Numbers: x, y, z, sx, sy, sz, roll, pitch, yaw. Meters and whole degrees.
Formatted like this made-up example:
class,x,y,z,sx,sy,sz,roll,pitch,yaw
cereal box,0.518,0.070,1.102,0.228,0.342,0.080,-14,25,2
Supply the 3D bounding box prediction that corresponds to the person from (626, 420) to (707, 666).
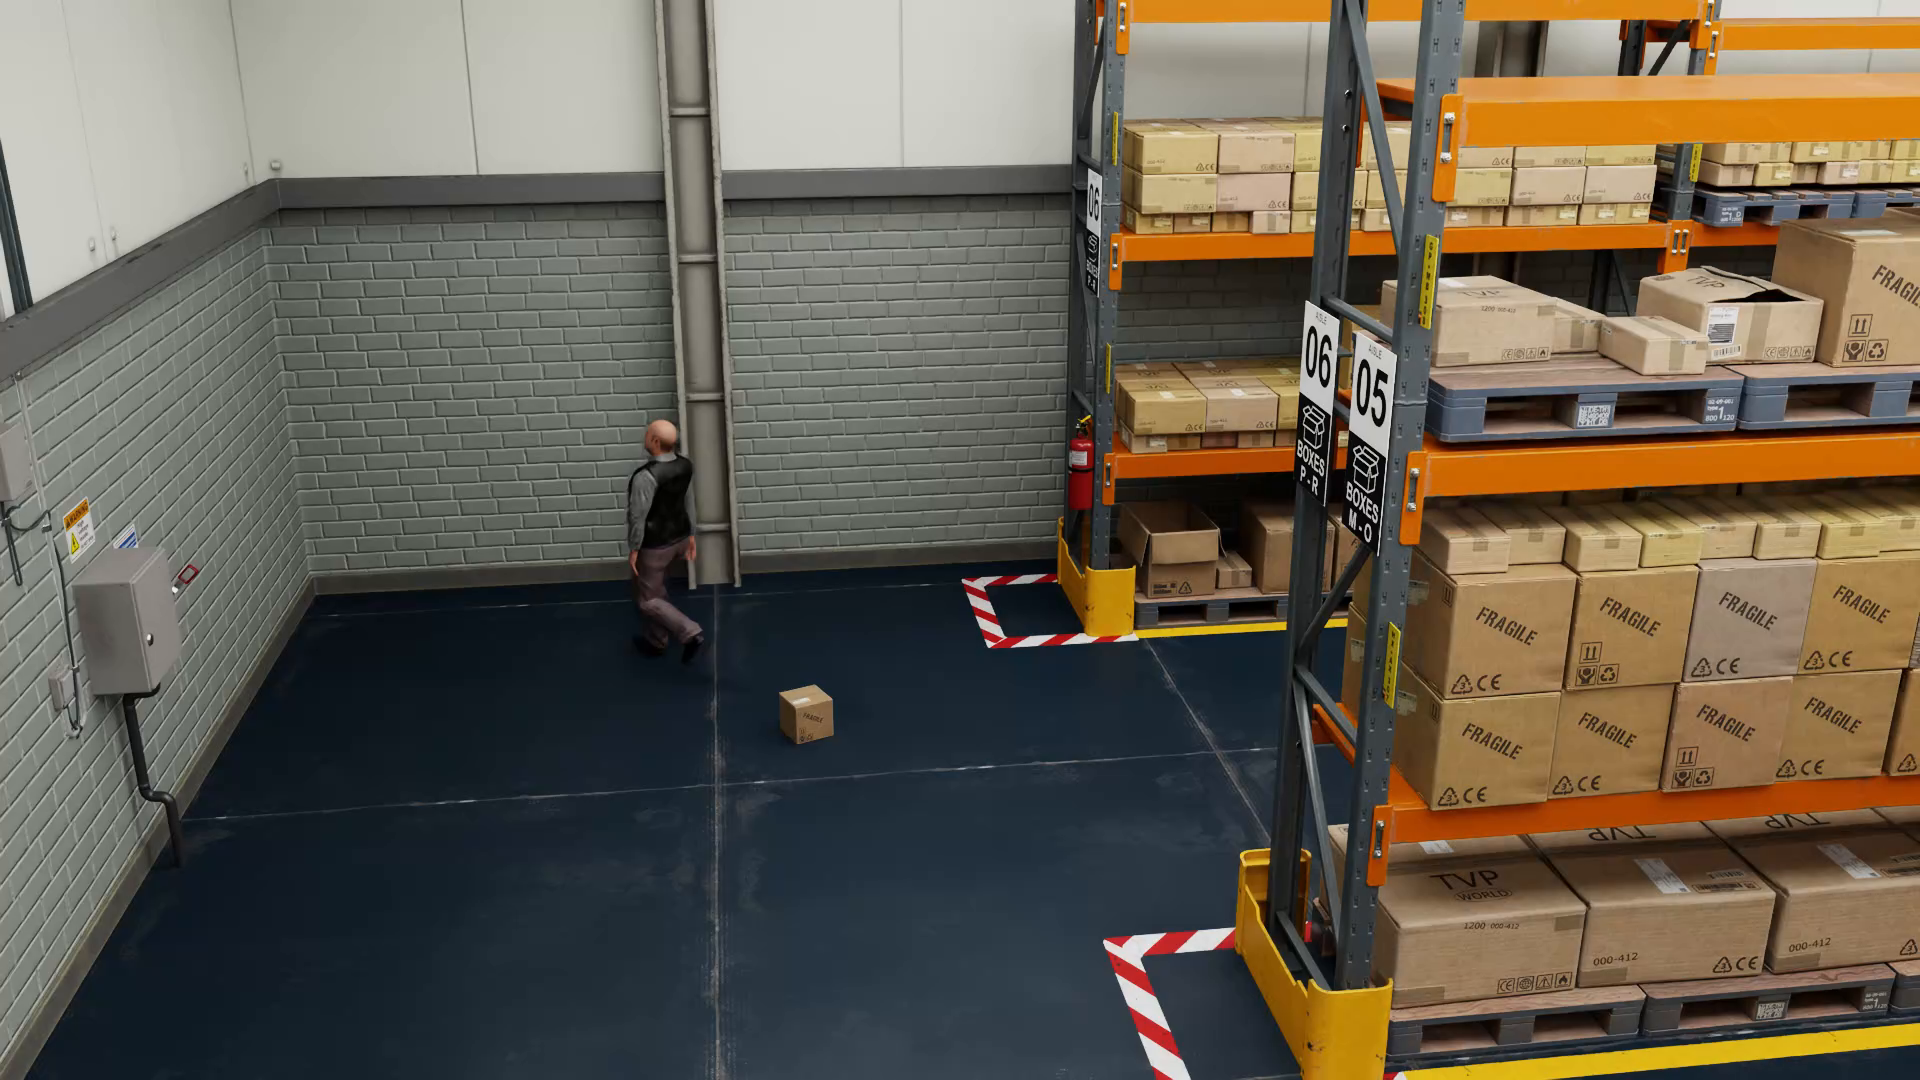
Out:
class,x,y,z,sx,sy,sz,roll,pitch,yaw
person,-1.967,0.028,11.018,0.808,1.690,0.549,11,23,29
